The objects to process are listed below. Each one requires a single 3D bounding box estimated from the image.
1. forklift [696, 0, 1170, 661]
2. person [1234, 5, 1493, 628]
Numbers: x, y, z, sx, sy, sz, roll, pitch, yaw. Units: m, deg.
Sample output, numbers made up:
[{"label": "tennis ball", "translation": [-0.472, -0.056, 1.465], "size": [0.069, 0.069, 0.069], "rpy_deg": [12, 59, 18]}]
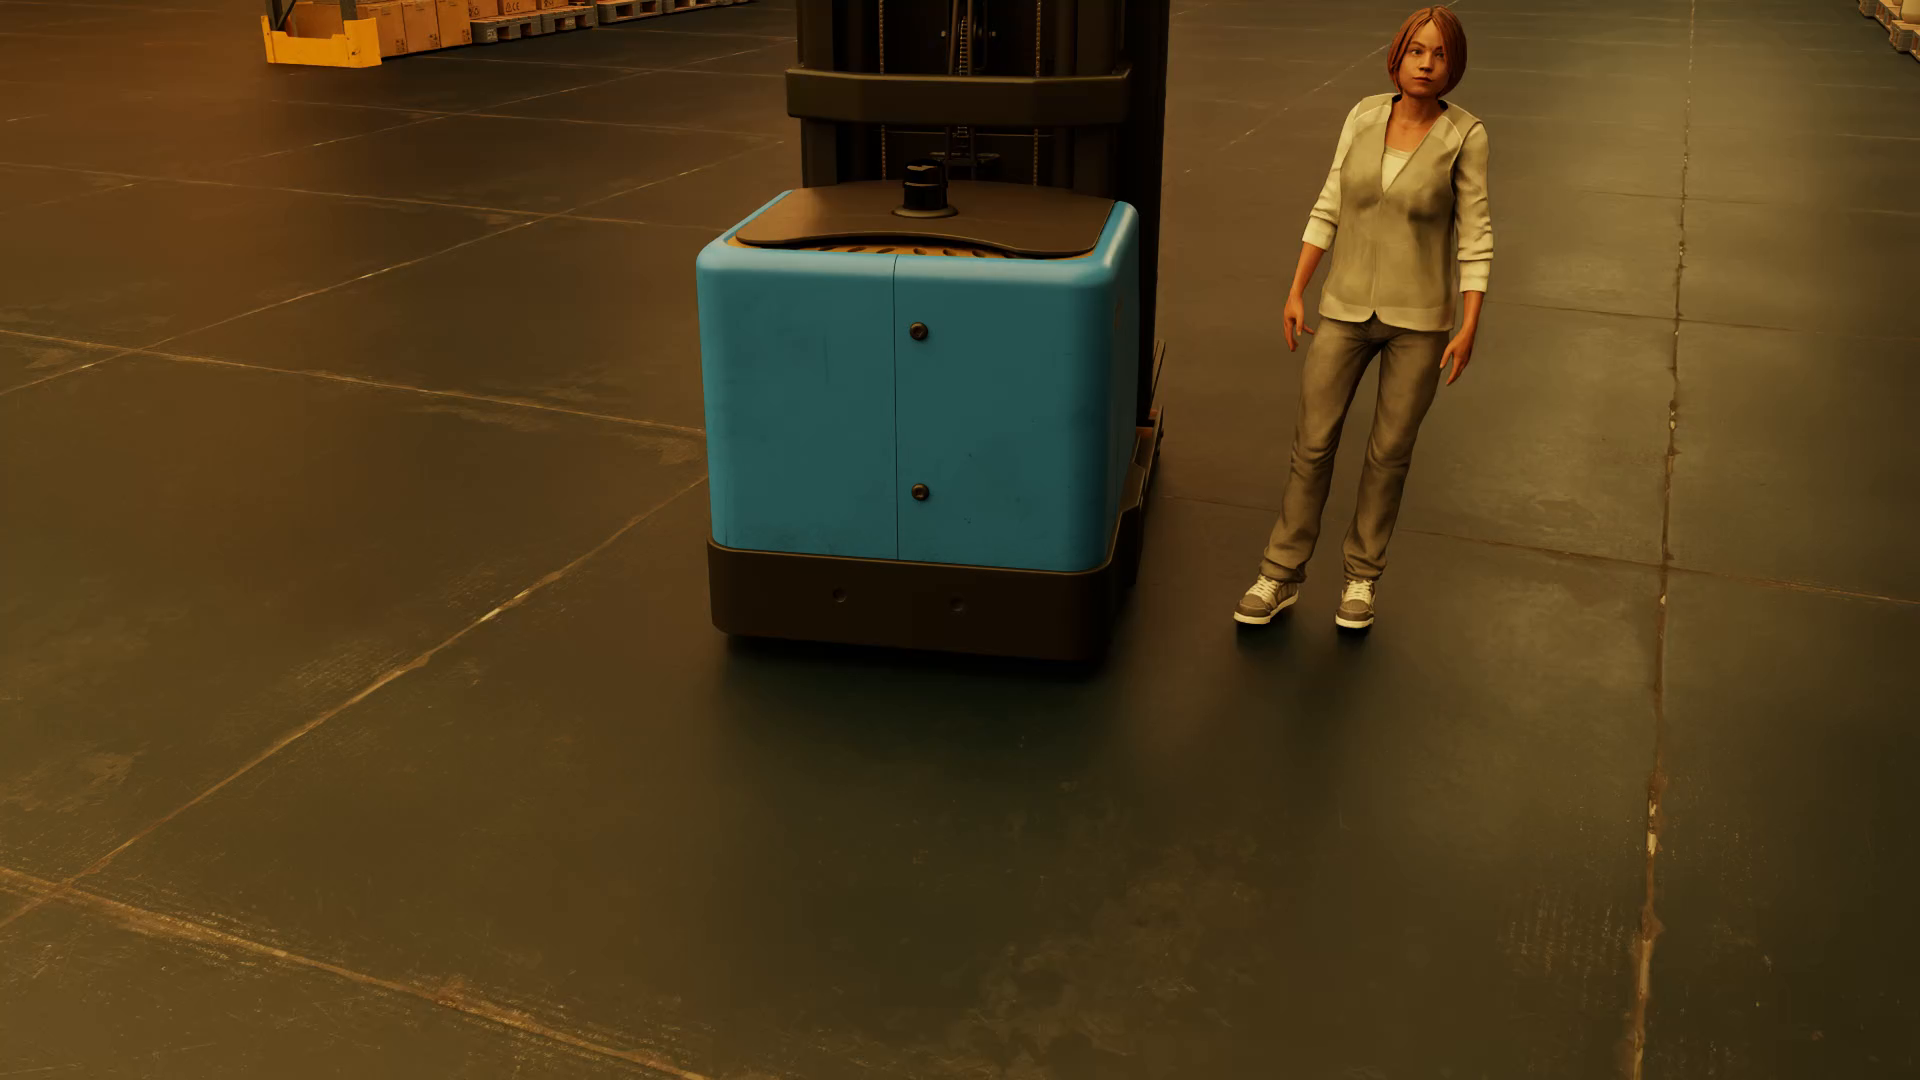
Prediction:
[{"label": "forklift", "translation": [0.106, -1.584, 5.083], "size": [1.130, 2.935, 3.031], "rpy_deg": [4, 23, 9]}, {"label": "person", "translation": [1.063, -0.536, 4.285], "size": [0.520, 1.597, 0.475], "rpy_deg": [11, 25, 25]}]
